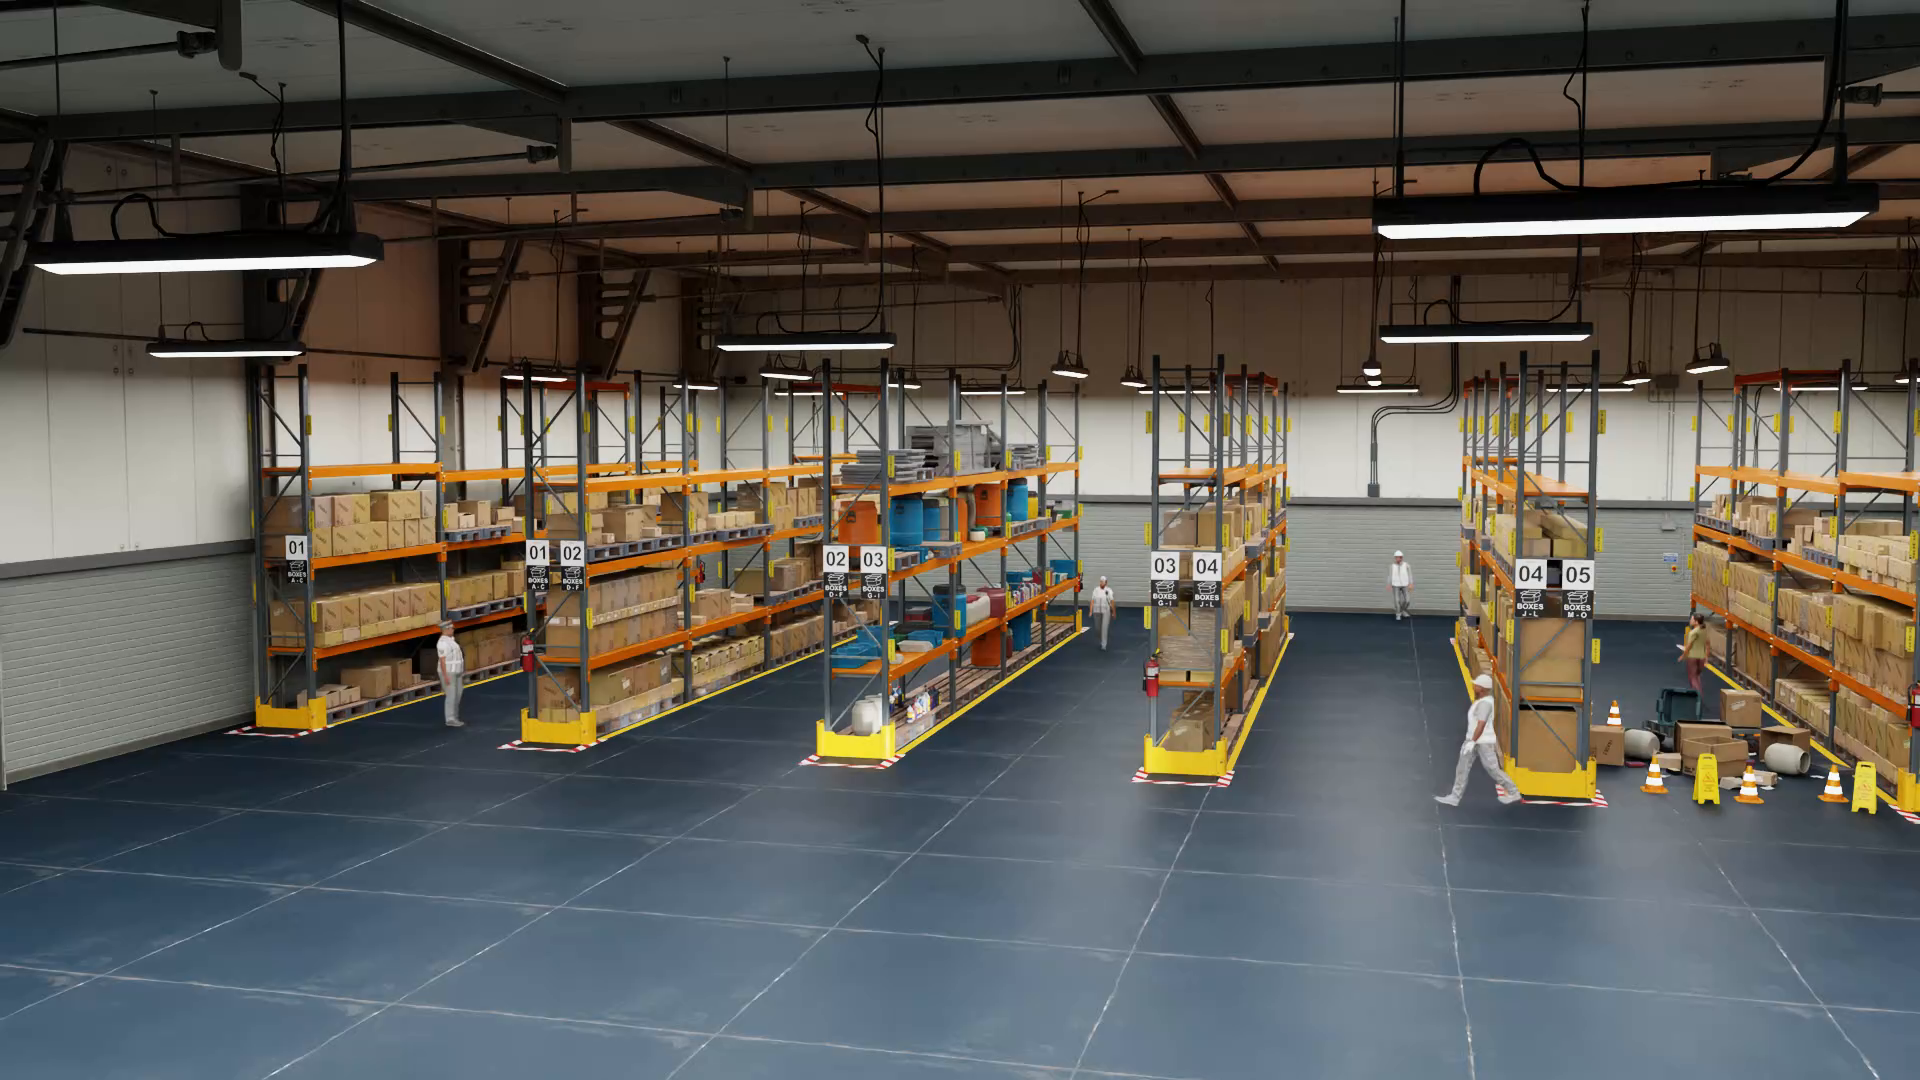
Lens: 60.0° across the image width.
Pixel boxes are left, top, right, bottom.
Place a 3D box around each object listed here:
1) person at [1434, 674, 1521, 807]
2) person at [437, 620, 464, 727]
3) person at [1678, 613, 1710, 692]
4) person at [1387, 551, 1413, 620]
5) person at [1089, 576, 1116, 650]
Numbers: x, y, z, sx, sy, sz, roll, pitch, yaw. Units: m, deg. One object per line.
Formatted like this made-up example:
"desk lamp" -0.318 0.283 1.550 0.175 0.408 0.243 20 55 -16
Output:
"person" 6.804 2.633 21.731 1.054 1.752 0.508 -1 4 -10
"person" -8.482 2.238 27.807 0.484 1.823 0.602 1 4 13
"person" 13.007 2.135 29.413 0.521 1.700 0.591 0 4 -1
"person" 11.325 1.169 42.834 0.644 1.781 0.461 1 4 7
"person" 3.209 1.624 37.286 0.586 1.627 0.927 1 4 18
